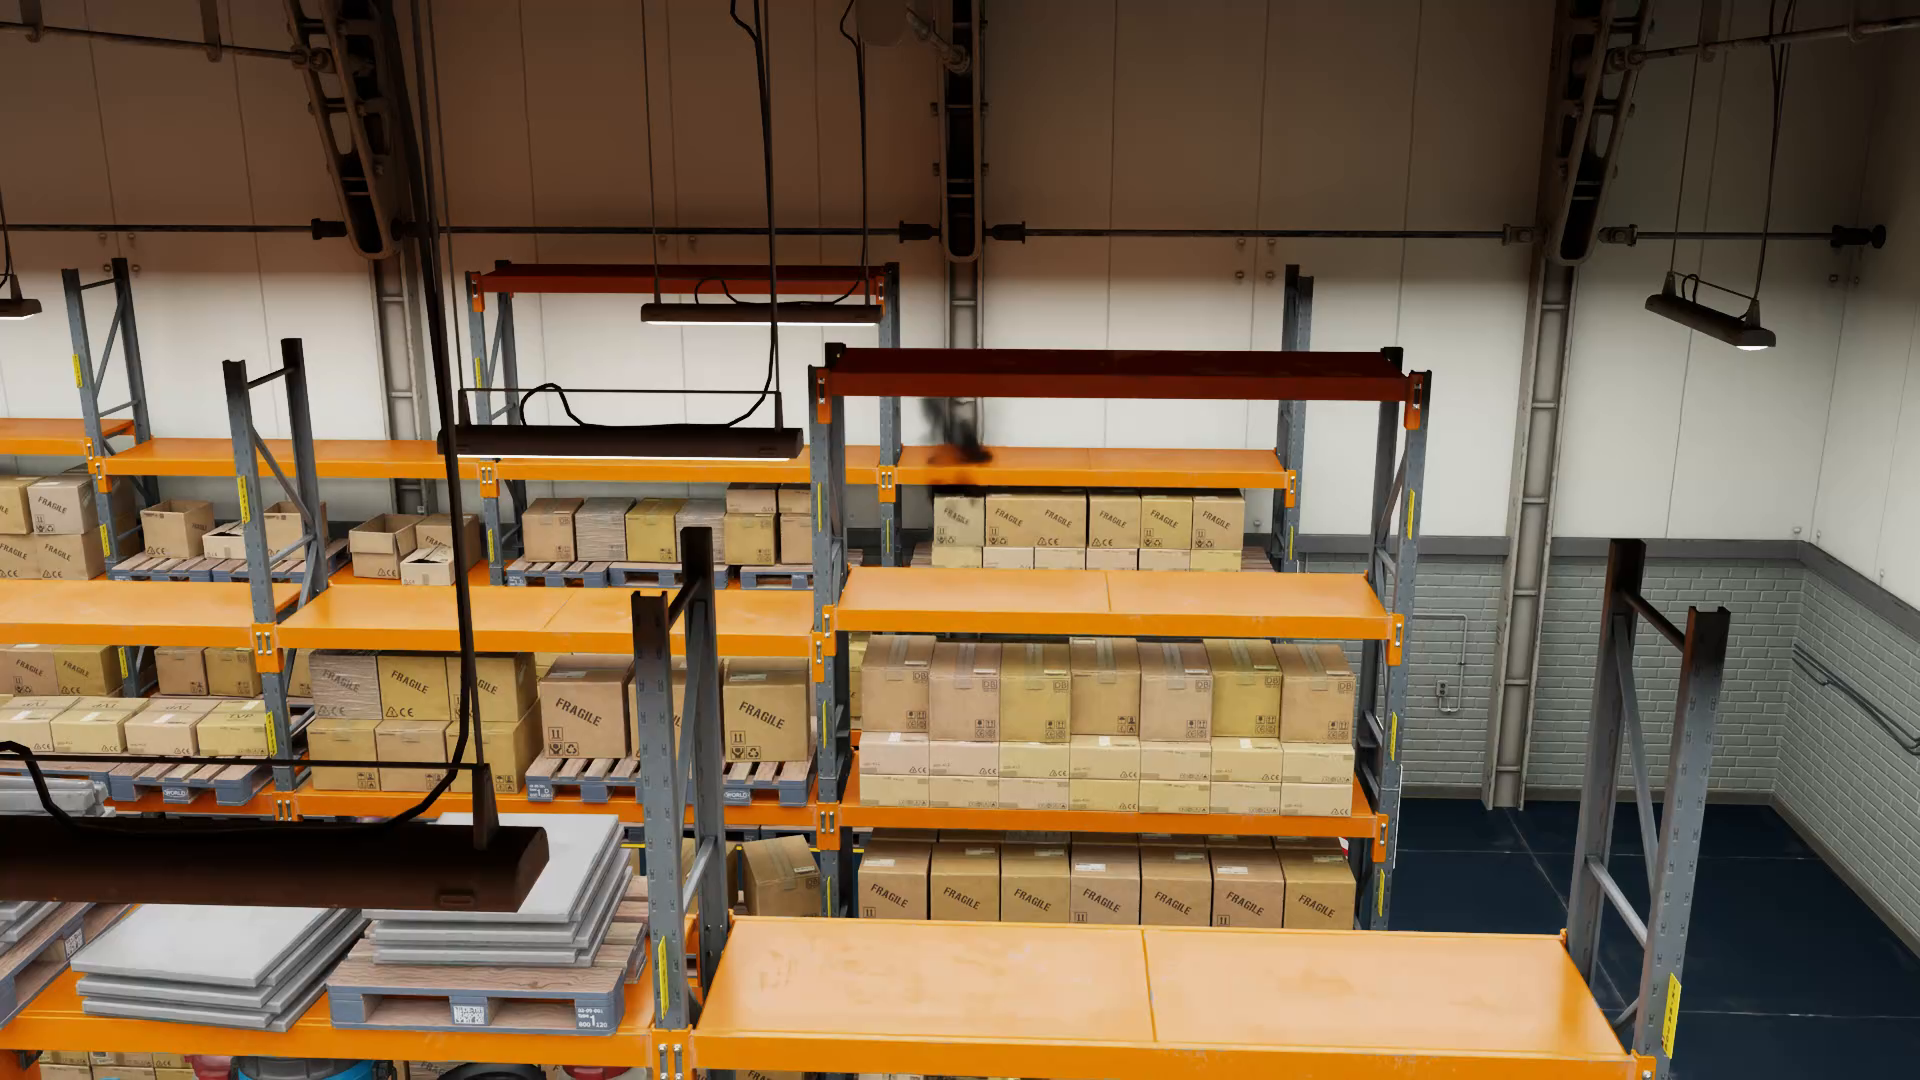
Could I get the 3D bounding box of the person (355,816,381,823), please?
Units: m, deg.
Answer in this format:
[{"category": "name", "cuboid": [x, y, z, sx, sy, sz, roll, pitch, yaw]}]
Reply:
[{"category": "person", "cuboid": [-5.395, 3.040, 15.262, 0.724, 1.646, 0.510, 0, 16, -1]}]
